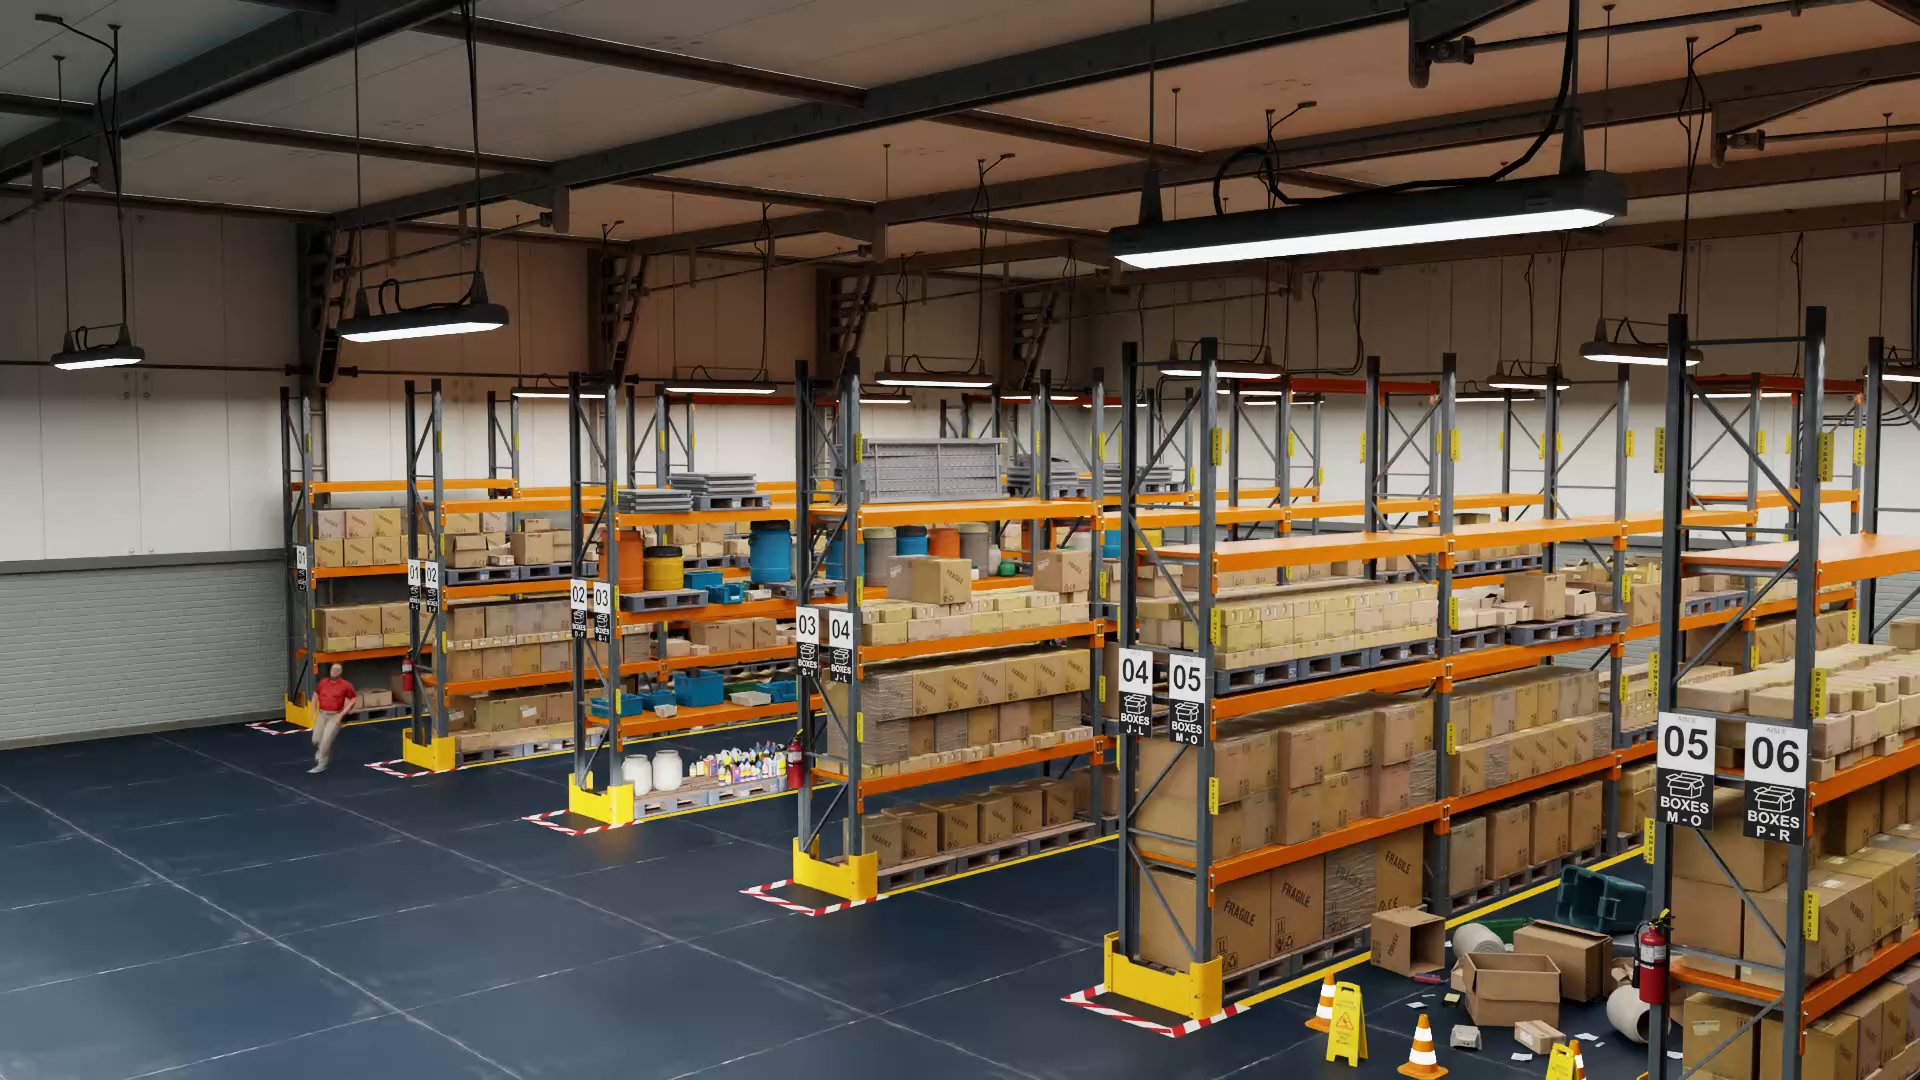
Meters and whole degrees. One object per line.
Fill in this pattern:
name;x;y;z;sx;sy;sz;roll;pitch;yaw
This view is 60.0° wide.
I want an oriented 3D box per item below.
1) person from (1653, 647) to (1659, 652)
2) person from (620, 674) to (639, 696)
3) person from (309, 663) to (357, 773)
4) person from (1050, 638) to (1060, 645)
person;11.045;2.590;26.387;0.945;1.805;0.697;-3;5;-37
person;-6.189;2.317;30.429;0.665;1.766;0.985;3;5;38
person;-9.612;2.715;25.470;0.697;1.645;0.553;0;4;0
person;1.631;2.240;32.215;0.679;1.733;0.621;3;4;35
